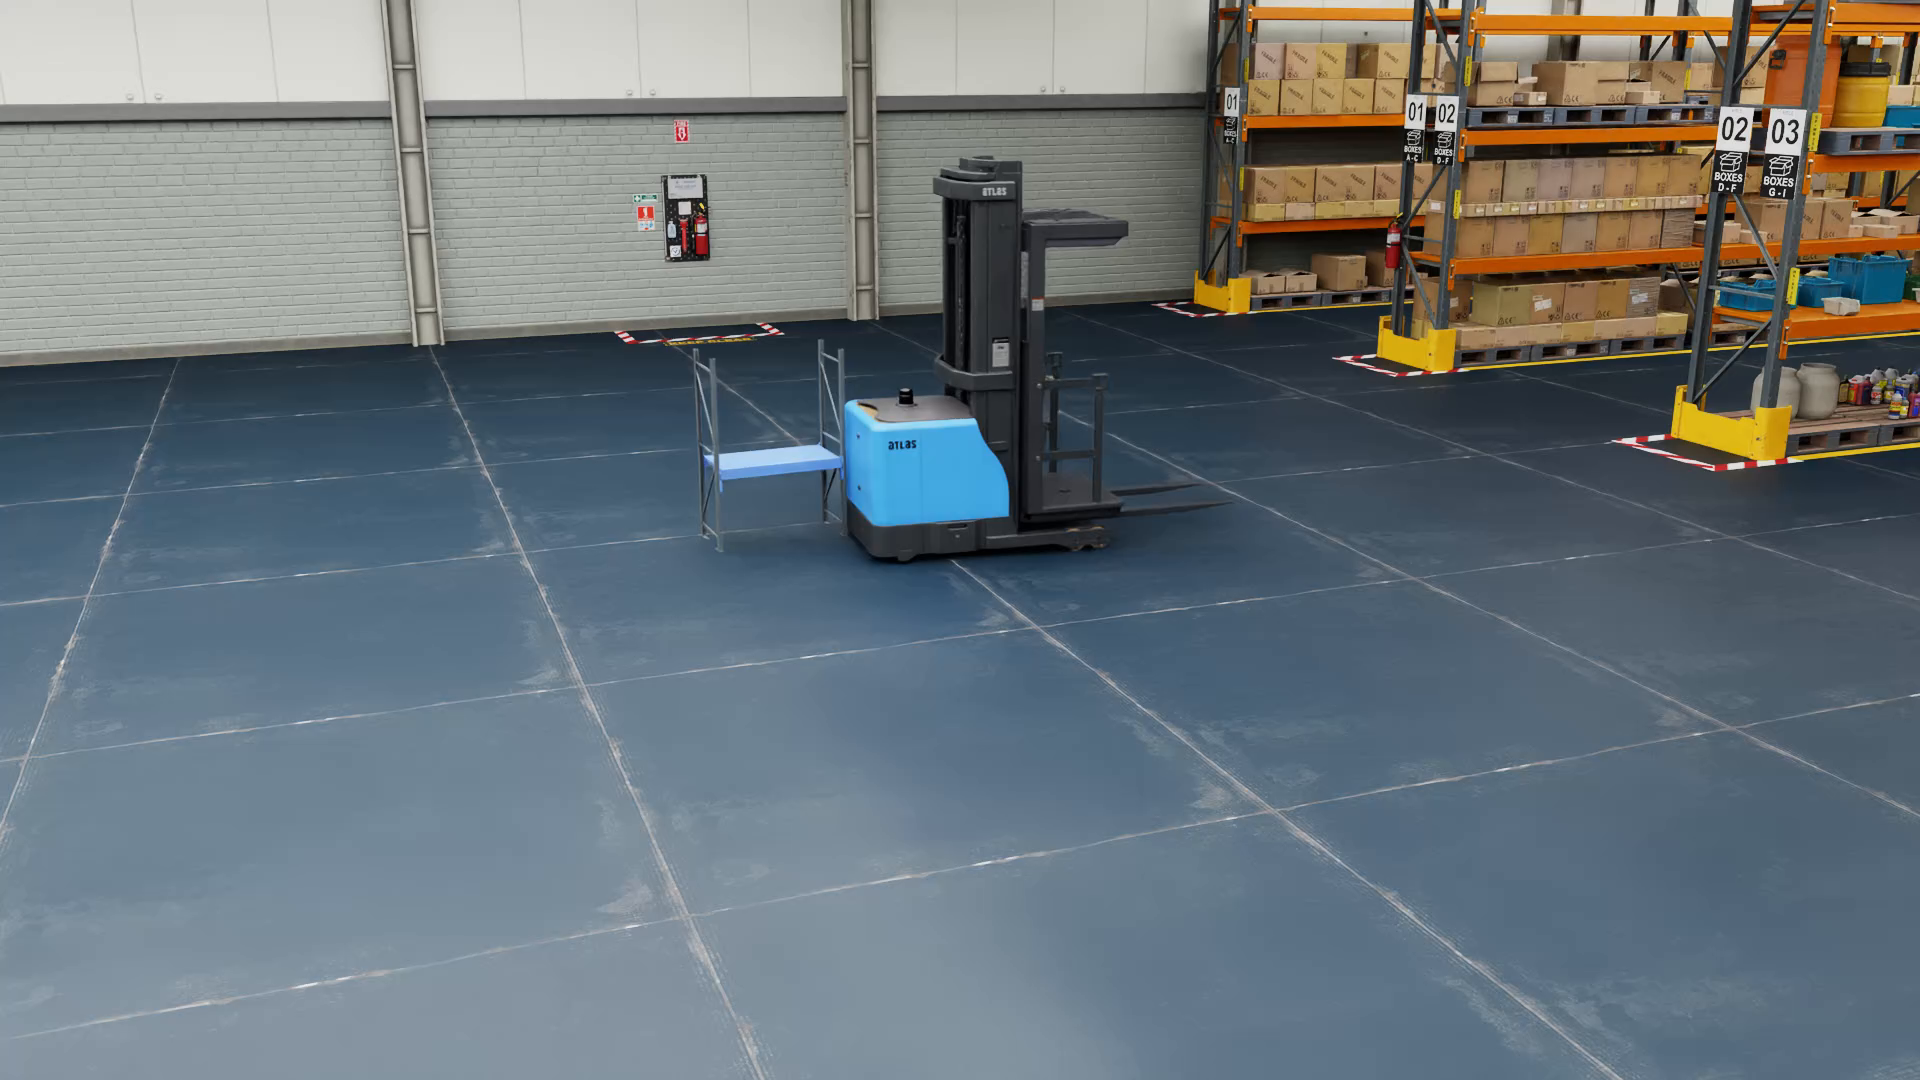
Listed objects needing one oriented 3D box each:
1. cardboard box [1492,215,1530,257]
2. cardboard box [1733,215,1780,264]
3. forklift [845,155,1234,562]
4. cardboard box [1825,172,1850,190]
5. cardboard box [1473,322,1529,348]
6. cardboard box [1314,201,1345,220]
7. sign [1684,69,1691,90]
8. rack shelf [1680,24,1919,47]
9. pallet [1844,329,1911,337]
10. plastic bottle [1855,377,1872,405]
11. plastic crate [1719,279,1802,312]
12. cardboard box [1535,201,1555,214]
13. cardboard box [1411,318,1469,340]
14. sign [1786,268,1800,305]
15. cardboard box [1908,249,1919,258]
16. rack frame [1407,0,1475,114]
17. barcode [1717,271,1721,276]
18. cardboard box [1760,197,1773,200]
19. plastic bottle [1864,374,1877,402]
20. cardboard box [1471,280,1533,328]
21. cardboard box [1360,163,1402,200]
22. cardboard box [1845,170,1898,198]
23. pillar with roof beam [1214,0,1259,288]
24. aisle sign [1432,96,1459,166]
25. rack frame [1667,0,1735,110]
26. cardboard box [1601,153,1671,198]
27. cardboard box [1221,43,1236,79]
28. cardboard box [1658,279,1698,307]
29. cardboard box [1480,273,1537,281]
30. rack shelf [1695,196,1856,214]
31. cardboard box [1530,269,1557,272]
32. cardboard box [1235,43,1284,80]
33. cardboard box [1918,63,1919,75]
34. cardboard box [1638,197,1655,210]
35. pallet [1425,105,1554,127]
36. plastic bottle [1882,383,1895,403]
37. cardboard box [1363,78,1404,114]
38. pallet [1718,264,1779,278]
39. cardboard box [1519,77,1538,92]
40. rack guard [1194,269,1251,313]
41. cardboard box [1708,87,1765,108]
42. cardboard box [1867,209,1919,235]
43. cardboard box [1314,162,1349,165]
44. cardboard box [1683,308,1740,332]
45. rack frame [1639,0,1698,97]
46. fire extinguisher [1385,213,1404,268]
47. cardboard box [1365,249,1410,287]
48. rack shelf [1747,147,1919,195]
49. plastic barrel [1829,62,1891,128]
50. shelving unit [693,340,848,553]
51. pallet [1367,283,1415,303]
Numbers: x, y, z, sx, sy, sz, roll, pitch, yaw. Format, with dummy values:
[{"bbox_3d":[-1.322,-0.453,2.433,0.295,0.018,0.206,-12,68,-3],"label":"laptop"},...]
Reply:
[{"bbox_3d":[6.567,-3.778,20.463,0.500,0.500,0.700,-6,17,-19],"label":"cardboard box"},{"bbox_3d":[13.678,-5.125,28.297,0.750,0.750,0.750,-6,17,-18],"label":"cardboard box"},{"bbox_3d":[0.657,-1.465,12.885,3.031,2.935,1.130,-5,17,-16],"label":"forklift"},{"bbox_3d":[14.726,-6.232,28.257,0.500,0.500,0.500,-6,18,-21],"label":"cardboard box"},{"bbox_3d":[6.684,-2.561,20.631,0.500,0.250,0.500,-6,17,-20],"label":"cardboard box"},{"bbox_3d":[5.389,-4.944,24.842,0.500,0.250,0.500,-6,18,-21],"label":"cardboard box"},{"bbox_3d":[11.524,-7.286,26.345,0.005,0.325,0.100,-6,17,-20],"label":"sign"},{"bbox_3d":[11.241,-6.579,21.516,4.000,0.370,1.077,-6,17,-20],"label":"rack shelf"},{"bbox_3d":[12.326,-3.028,23.035,1.213,0.211,1.003,-6,17,-20],"label":"pallet"},{"bbox_3d":[9.249,-1.527,17.015,0.133,0.283,0.061,-6,17,-20],"label":"plastic bottle"},{"bbox_3d":[7.767,-2.386,16.165,0.616,0.251,0.499,-6,17,-20],"label":"plastic crate"},{"bbox_3d":[7.045,-4.079,20.336,0.250,0.149,0.380,-7,18,-22],"label":"cardboard box"},{"bbox_3d":[6.033,-2.646,20.921,0.500,0.250,0.500,-6,17,-20],"label":"cardboard box"},{"bbox_3d":[7.600,-2.316,15.171,0.005,0.325,0.100,-6,17,-20],"label":"sign"},{"bbox_3d":[16.753,-5.297,29.502,0.500,0.500,0.700,-6,17,-19],"label":"cardboard box"},{"bbox_3d":[5.638,-6.511,19.298,0.127,3.000,1.000,-6,17,-20],"label":"rack frame"},{"bbox_3d":[9.760,-3.424,21.386,0.075,0.075,0.001,-6,17,-20],"label":"barcode"},{"bbox_3d":[13.399,-5.785,27.885,0.250,0.149,0.380,-6,17,-18],"label":"cardboard box"},{"bbox_3d":[9.340,-1.566,17.159,0.135,0.276,0.152,-7,18,-22],"label":"plastic bottle"},{"bbox_3d":[6.684,-2.921,20.524,0.500,0.500,0.500,-6,17,-20],"label":"cardboard box"},{"bbox_3d":[6.328,-5.407,25.087,0.500,0.500,0.500,-7,18,-22],"label":"cardboard box"},{"bbox_3d":[15.580,-6.339,28.830,0.700,0.700,0.980,-6,17,-19],"label":"cardboard box"},{"bbox_3d":[5.746,-6.979,20.893,0.400,9.000,9.100,-6,17,-20],"label":"pillar with roof beam"},{"bbox_3d":[5.686,-4.792,19.480,0.004,0.787,0.394,-6,17,-20],"label":"aisle sign"},{"bbox_3d":[9.373,-6.914,20.671,0.127,3.000,1.000,-6,17,-20],"label":"rack frame"},{"bbox_3d":[8.490,-4.608,20.987,0.500,0.500,0.700,-6,17,-20],"label":"cardboard box"},{"bbox_3d":[4.171,-7.024,24.382,0.500,0.500,0.500,-5,17,-18],"label":"cardboard box"},{"bbox_3d":[9.649,-3.303,22.162,0.500,0.311,0.500,-6,17,-20],"label":"cardboard box"},{"bbox_3d":[6.961,-3.111,21.173,0.500,0.500,0.500,-6,17,-20],"label":"cardboard box"},{"bbox_3d":[13.200,-5.598,28.115,4.000,0.370,1.077,-6,17,-20],"label":"rack shelf"},{"bbox_3d":[9.234,-4.535,26.873,0.500,0.500,0.700,-6,17,-19],"label":"cardboard box"},{"bbox_3d":[4.308,-6.887,23.915,0.500,0.500,0.500,-8,18,-24],"label":"cardboard box"},{"bbox_3d":[16.311,-8.173,28.295,0.500,0.500,0.500,-7,18,-21],"label":"cardboard box"},{"bbox_3d":[8.476,-4.233,20.860,0.250,0.149,0.380,-6,17,-20],"label":"cardboard box"},{"bbox_3d":[6.307,-5.094,19.953,1.213,0.211,1.003,-6,17,-20],"label":"pallet"},{"bbox_3d":[9.577,-1.520,17.137,0.097,0.201,0.097,0,16,0],"label":"plastic bottle"},{"bbox_3d":[6.233,-6.606,24.733,0.500,0.500,0.500,-7,18,-22],"label":"cardboard box"},{"bbox_3d":[13.233,-4.585,28.338,1.213,0.211,1.003,-6,17,-20],"label":"pallet"},{"bbox_3d":[7.138,-5.539,20.477,0.500,0.311,0.500,-4,17,-14],"label":"cardboard box"},{"bbox_3d":[3.933,-3.743,24.959,0.348,0.500,1.175,-6,17,-20],"label":"rack guard"},{"bbox_3d":[9.952,-5.664,21.259,0.500,0.250,0.500,-4,17,-14],"label":"cardboard box"},{"bbox_3d":[12.753,-4.371,22.817,0.500,0.311,0.500,-5,17,-17],"label":"cardboard box"},{"bbox_3d":[5.651,-5.488,25.364,0.500,0.500,0.500,-6,17,-19],"label":"cardboard box"},{"bbox_3d":[9.838,-2.893,21.761,0.500,0.250,0.500,-7,18,-21],"label":"cardboard box"},{"bbox_3d":[11.332,-8.620,26.482,0.127,3.000,1.000,-6,17,-20],"label":"rack frame"},{"bbox_3d":[5.361,-3.705,20.530,0.183,0.674,0.296,-6,17,-20],"label":"fire extinguisher"},{"bbox_3d":[6.642,-4.235,25.852,0.500,0.500,0.500,-8,18,-24],"label":"cardboard box"},{"bbox_3d":[9.274,-3.624,16.070,4.000,0.370,1.077,-6,17,-20],"label":"rack shelf"},{"bbox_3d":[8.426,-4.208,15.701,0.600,0.588,0.600,0,16,0],"label":"plastic barrel"},{"bbox_3d":[-1.472,-0.746,12.977,1.048,1.500,0.538,-7,18,-23],"label":"shelving unit"},{"bbox_3d":[6.983,-3.924,26.084,1.213,0.211,1.003,-6,17,-20],"label":"pallet"}]
